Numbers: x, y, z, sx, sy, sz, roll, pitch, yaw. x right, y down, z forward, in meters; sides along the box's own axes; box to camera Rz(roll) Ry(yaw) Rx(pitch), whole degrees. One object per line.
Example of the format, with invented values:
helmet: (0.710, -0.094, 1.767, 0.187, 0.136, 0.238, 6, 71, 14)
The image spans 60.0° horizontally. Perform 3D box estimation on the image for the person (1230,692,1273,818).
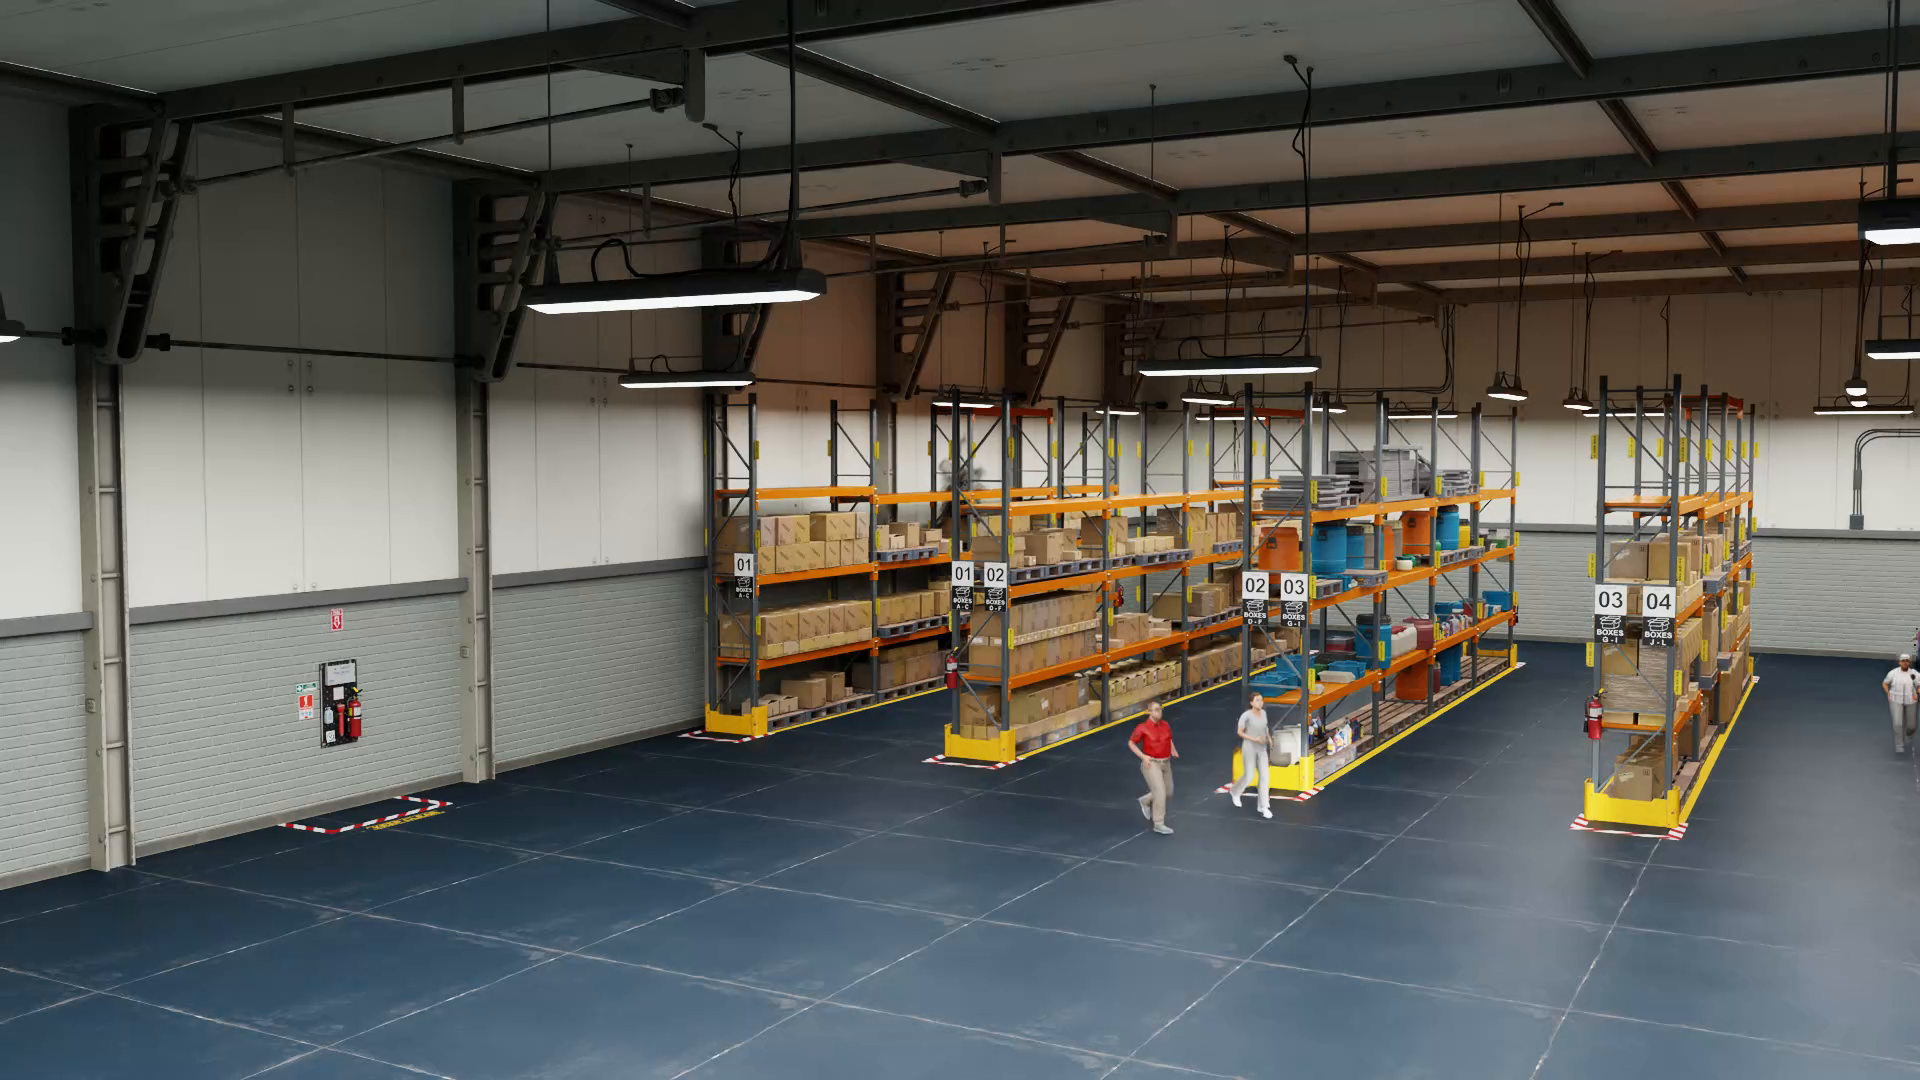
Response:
person: (4.056, 2.926, 22.954, 0.586, 1.688, 0.850, -1, 3, -25)

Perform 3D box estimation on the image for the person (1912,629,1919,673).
person: (20.305, 2.309, 34.969, 0.835, 1.572, 0.602, 0, 3, -4)

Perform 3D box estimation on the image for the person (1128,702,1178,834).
person: (2.563, 2.975, 21.868, 0.672, 1.682, 0.735, -2, 4, -34)

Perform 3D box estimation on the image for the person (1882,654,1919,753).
person: (15.649, 2.699, 27.597, 0.613, 1.620, 0.669, 2, 3, 26)
